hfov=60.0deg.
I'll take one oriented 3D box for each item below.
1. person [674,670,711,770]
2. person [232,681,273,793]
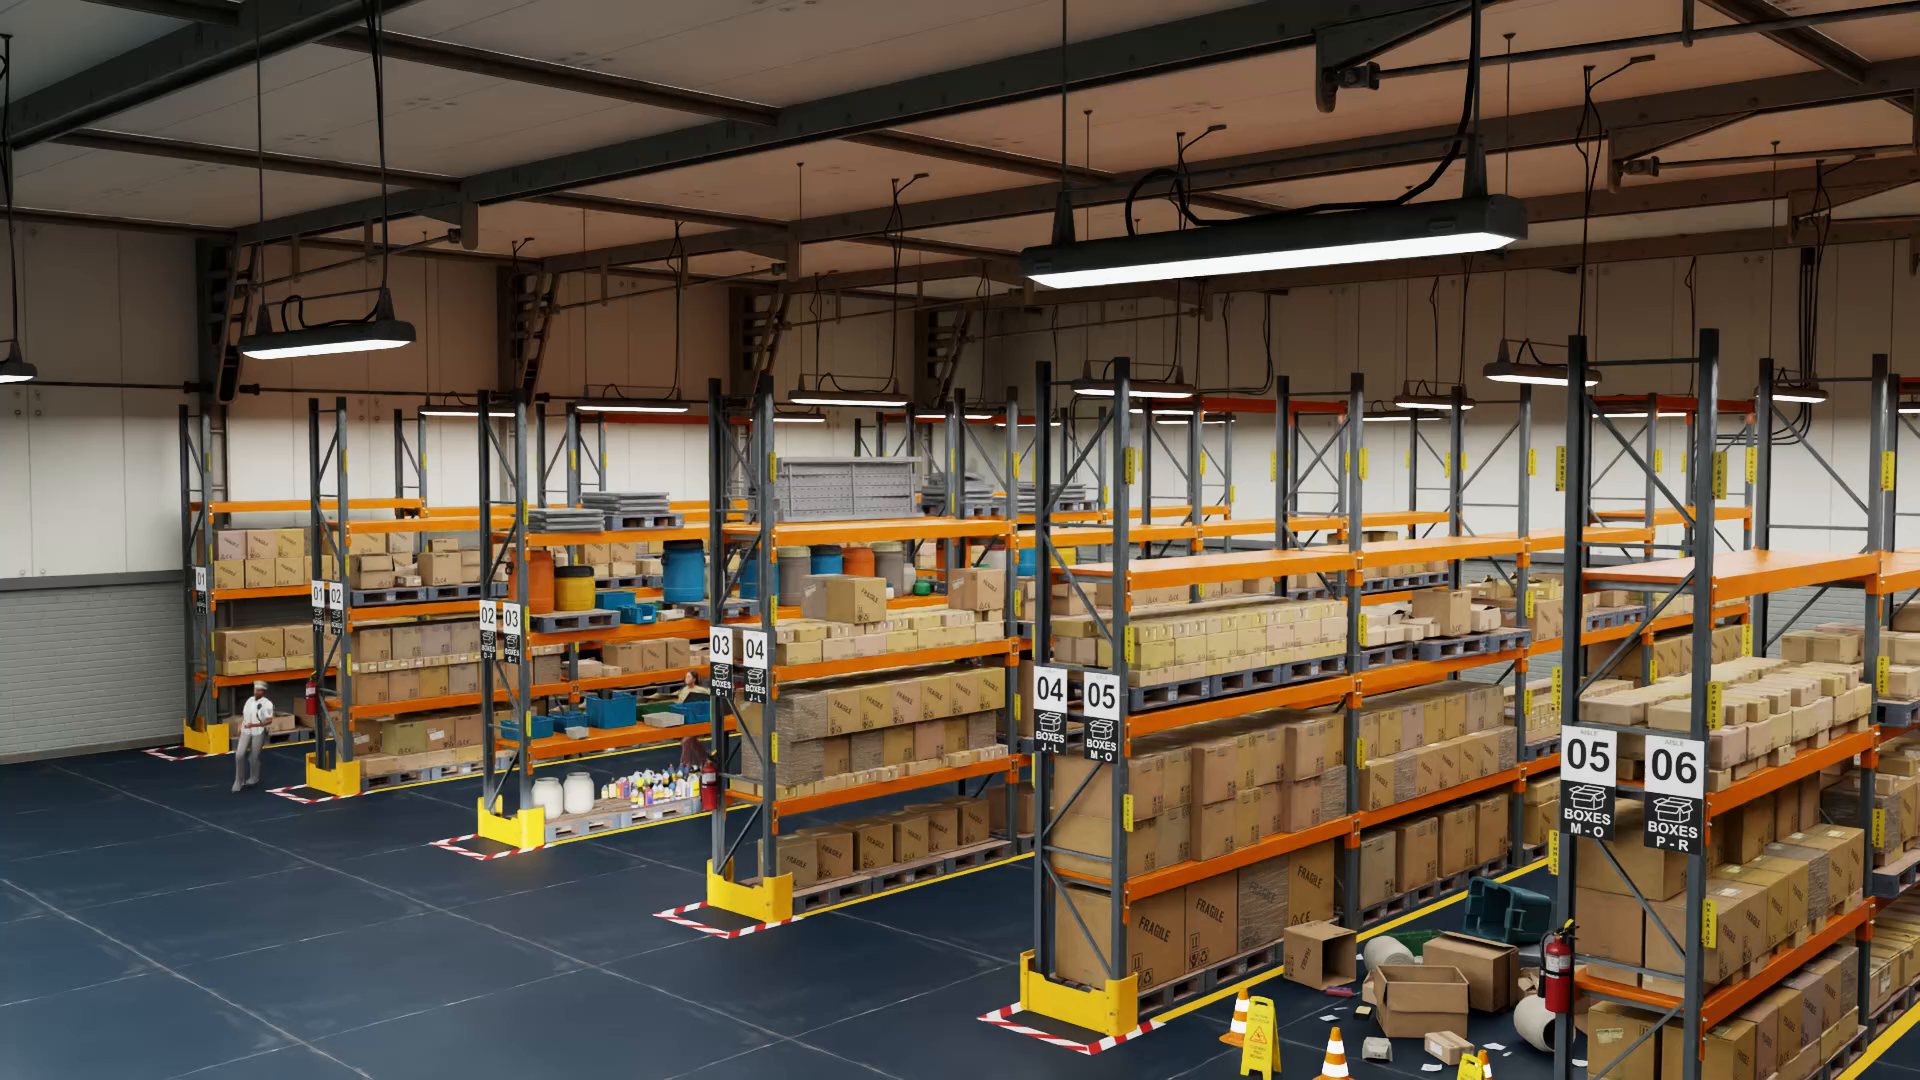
[{"bbox_3d":[-4.270,2.922,26.521,0.554,1.704,0.844,3,4,42],"label":"person"},{"bbox_3d":[-10.800,2.983,25.469,0.572,1.677,0.677,0,3,0],"label":"person"}]
